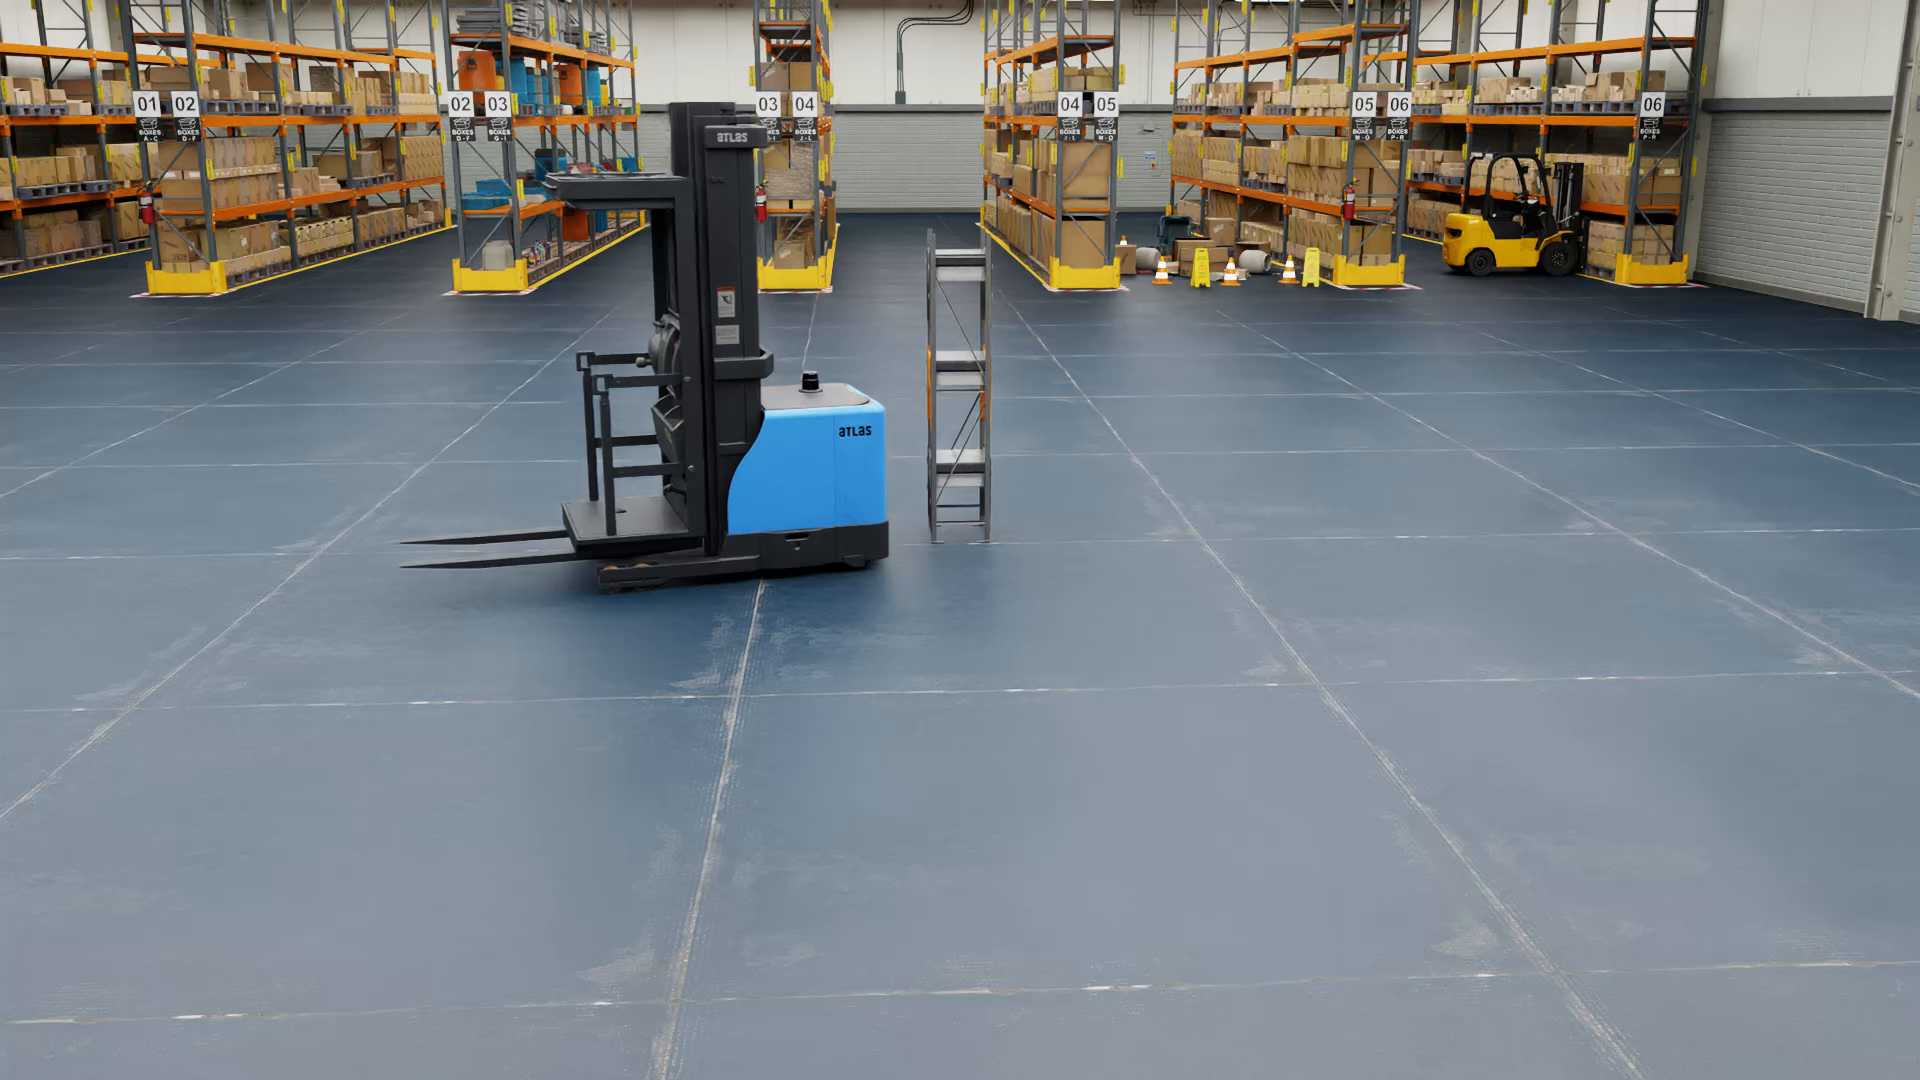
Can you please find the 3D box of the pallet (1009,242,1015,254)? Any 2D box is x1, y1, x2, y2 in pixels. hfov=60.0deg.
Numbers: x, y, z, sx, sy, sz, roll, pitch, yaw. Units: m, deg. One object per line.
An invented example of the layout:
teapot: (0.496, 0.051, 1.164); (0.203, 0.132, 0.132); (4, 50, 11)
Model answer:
pallet: (1.592, -6.195, 35.182); (1.003, 0.211, 1.213); (-1, 14, -3)

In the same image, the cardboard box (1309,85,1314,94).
cardboard box: (6.602, -8.227, 30.366); (0.380, 0.149, 0.250); (-1, 14, -5)

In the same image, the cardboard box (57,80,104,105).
cardboard box: (-18.257, -9.294, 34.525); (0.700, 0.500, 0.500); (-2, 15, -8)

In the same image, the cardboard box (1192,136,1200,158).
cardboard box: (5.976, -9.612, 40.656); (0.500, 0.500, 0.500); (-1, 14, -4)

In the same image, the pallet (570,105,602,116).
pallet: (-8.232, -9.168, 35.499); (1.003, 0.211, 1.213); (-1, 14, -3)

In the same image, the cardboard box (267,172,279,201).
cardboard box: (-12.945, -6.483, 30.503); (0.700, 0.500, 0.500); (-1, 14, -5)

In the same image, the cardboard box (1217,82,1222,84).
cardboard box: (6.478, -10.742, 39.992); (0.500, 0.500, 0.500); (-1, 14, -2)

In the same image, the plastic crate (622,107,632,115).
plastic crate: (-8.432, -10.714, 41.553); (0.450, 0.188, 0.336); (-1, 14, -3)

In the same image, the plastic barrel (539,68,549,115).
plastic barrel: (-8.363, -8.764, 32.544); (0.600, 0.901, 0.708); (-1, 14, -3)

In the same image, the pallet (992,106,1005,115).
pallet: (1.369, -9.687, 37.512); (1.213, 0.211, 1.003); (-1, 14, -3)

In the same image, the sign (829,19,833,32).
sign: (-3.292, -13.082, 42.279); (0.100, 0.325, 0.005); (-1, 14, -3)

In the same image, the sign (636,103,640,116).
sign: (-8.230, -11.019, 42.525); (0.100, 0.325, 0.005); (-1, 14, -3)

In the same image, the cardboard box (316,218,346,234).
cardboard box: (-12.909, -6.427, 34.037); (0.500, 0.311, 0.500); (-1, 14, -4)

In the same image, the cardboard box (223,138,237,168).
cardboard box: (-12.820, -6.612, 28.402); (0.700, 0.500, 0.500); (-1, 14, -3)

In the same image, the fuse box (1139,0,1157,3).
fuse box: (5.433, -15.681, 47.990); (0.513, 0.334, 0.176); (-1, 14, -3)

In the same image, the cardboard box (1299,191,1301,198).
cardboard box: (6.614, -6.517, 31.341); (0.380, 0.149, 0.250); (-1, 14, -4)

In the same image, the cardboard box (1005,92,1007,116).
cardboard box: (1.258, -9.631, 36.718); (0.500, 0.500, 0.500); (-1, 14, -3)

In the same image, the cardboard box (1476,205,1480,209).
cardboard box: (11.795, -7.430, 37.257); (0.380, 0.149, 0.250); (0, 14, -2)

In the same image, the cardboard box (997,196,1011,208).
cardboard box: (1.152, -7.906, 38.903); (0.500, 0.250, 0.500); (-2, 15, -6)

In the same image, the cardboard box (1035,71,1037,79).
cardboard box: (1.582, -8.495, 30.365); (0.380, 0.149, 0.250); (-1, 14, -4)

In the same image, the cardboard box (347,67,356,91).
cardboard box: (-13.310, -9.887, 35.708); (0.500, 0.500, 0.500); (-1, 14, -3)

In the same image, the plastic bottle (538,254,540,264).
plastic bottle: (-7.621, -5.074, 29.960); (0.097, 0.201, 0.097); (0, 14, 0)

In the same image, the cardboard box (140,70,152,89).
cardboard box: (-18.694, -10.622, 38.524); (0.500, 0.500, 0.500); (-1, 14, -4)

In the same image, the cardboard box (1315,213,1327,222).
cardboard box: (6.621, -5.818, 29.987); (0.380, 0.149, 0.250); (0, 14, -1)

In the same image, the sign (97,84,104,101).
sign: (-17.628, -9.173, 34.102); (0.100, 0.325, 0.005); (-1, 14, -3)

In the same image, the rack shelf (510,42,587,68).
rack shelf: (-8.158, -9.481, 32.563); (1.077, 0.370, 4.000); (-1, 14, -3)

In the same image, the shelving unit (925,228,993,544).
shelving unit: (-0.010, -1.058, 11.425); (0.431, 2.100, 0.503); (-1, 14, -3)

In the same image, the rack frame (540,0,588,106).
rack frame: (-8.282, -10.521, 34.357); (1.000, 3.000, 0.127); (-1, 14, -3)

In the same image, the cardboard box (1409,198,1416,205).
cardboard box: (11.015, -8.131, 39.979); (0.380, 0.149, 0.250); (0, 14, -1)

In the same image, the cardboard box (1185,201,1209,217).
cardboard box: (6.262, -8.407, 42.480); (0.875, 0.438, 0.875); (0, 14, -2)

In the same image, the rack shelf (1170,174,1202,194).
rack shelf: (6.181, -8.989, 41.885); (1.077, 0.370, 4.000); (-1, 14, -3)

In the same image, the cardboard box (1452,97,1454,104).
cardboard box: (11.232, -9.834, 37.210); (0.380, 0.149, 0.250); (-1, 14, -3)

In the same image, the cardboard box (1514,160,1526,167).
cardboard box: (11.366, -7.561, 33.389); (0.380, 0.149, 0.250); (-1, 14, -5)

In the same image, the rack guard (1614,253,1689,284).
rack guard: (12.003, -4.716, 28.853); (1.175, 0.500, 0.348); (-1, 14, -3)

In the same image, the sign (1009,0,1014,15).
sign: (1.077, -11.128, 34.685); (0.100, 0.325, 0.005); (-1, 14, -3)

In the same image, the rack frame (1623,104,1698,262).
rack frame: (12.002, -5.933, 28.565); (1.000, 3.000, 0.127); (-1, 14, -3)

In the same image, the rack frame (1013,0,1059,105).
rack frame: (1.618, -10.649, 34.854); (1.000, 3.000, 0.127); (-1, 14, -3)

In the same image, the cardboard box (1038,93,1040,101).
cardboard box: (1.614, -7.982, 29.972); (0.380, 0.149, 0.250); (-1, 14, -4)

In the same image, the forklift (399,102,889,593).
forklift: (-2.039, -1.239, 10.458); (3.031, 2.935, 1.130); (-5, 15, -18)

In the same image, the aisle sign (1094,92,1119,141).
aisle sign: (2.418, -7.000, 27.494); (0.394, 0.787, 0.004); (-1, 14, -3)

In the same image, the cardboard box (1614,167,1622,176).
cardboard box: (11.655, -6.440, 29.035); (0.380, 0.149, 0.250); (-1, 14, -3)

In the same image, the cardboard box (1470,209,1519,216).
cardboard box: (11.531, -6.820, 35.937); (0.875, 0.625, 0.625); (0, 14, -2)

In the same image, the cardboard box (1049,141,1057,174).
cardboard box: (2.003, -6.577, 28.602); (0.875, 0.550, 0.550); (-1, 14, -3)

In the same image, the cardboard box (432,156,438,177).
cardboard box: (-13.387, -9.342, 41.613); (0.500, 0.500, 0.500); (-1, 14, -3)

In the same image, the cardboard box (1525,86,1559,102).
cardboard box: (11.466, -8.765, 32.688); (0.500, 0.311, 0.500); (-1, 14, -5)

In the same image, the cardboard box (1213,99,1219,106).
cardboard box: (6.034, -10.062, 38.221); (0.380, 0.166, 0.250); (-2, 15, -7)

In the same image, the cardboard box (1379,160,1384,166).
cardboard box: (10.889, -9.488, 42.087); (0.500, 0.250, 0.500); (-1, 14, -5)

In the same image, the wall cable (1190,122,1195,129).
wall cable: (7.099, -11.753, 49.147); (0.588, 1.984, 0.122); (-1, 14, -3)

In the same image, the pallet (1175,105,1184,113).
pallet: (6.113, -11.060, 42.649); (1.003, 0.211, 1.213); (-1, 14, -3)

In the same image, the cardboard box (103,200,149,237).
cardboard box: (-18.133, -7.027, 36.291); (0.750, 0.750, 0.750); (-1, 14, -4)

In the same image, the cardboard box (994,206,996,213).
cardboard box: (1.033, -7.996, 40.269); (0.380, 0.149, 0.250); (-1, 14, -3)

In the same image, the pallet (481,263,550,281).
pallet: (-7.956, -4.798, 29.751); (1.003, 0.211, 1.213); (-1, 14, -3)

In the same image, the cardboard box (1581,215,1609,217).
cardboard box: (12.024, -6.038, 31.644); (0.500, 0.250, 0.500); (-1, 14, -4)

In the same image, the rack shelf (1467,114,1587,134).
rack shelf: (11.630, -8.529, 34.080); (1.077, 0.370, 4.000); (-1, 14, -3)
